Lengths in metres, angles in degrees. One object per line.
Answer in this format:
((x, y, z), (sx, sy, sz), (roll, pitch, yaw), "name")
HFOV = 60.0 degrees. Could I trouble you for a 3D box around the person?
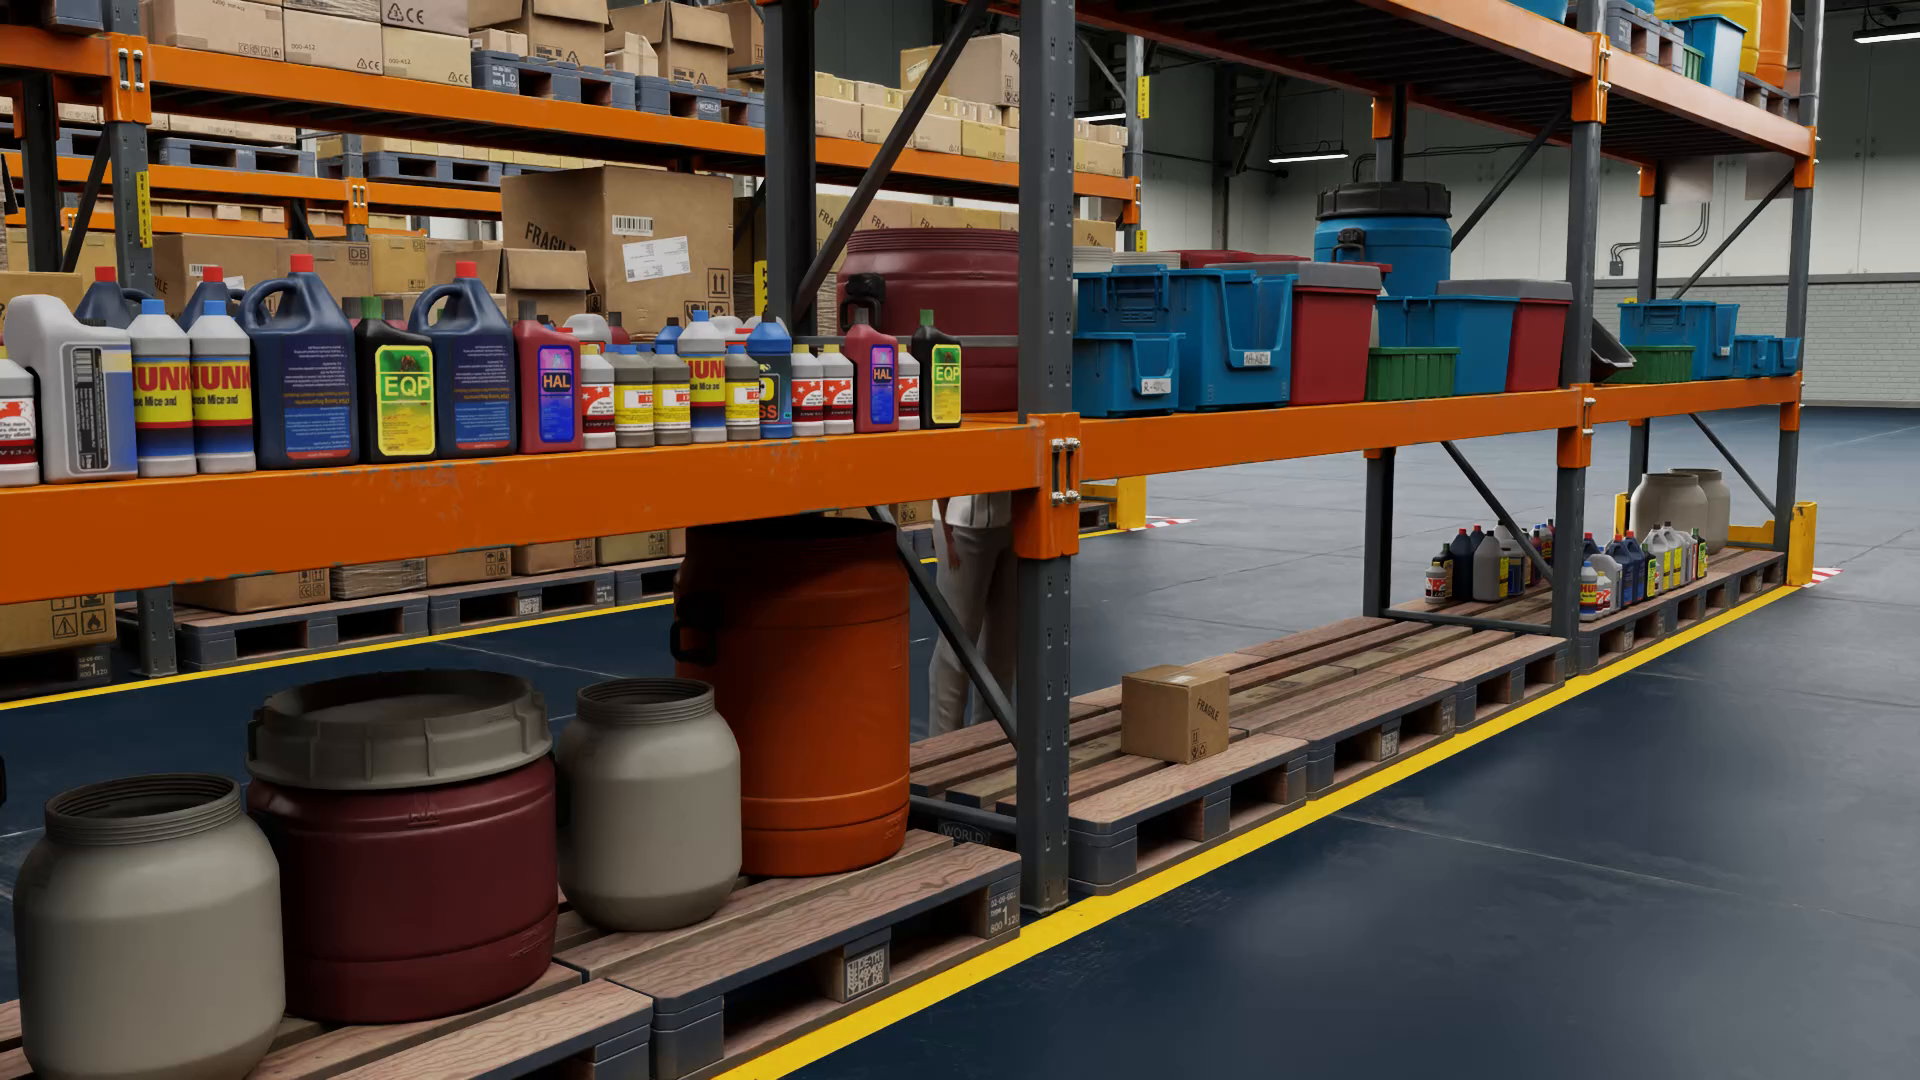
((0.096, -0.033, 5.822), (0.342, 1.692, 0.440), (7, 10, 44), "person")
